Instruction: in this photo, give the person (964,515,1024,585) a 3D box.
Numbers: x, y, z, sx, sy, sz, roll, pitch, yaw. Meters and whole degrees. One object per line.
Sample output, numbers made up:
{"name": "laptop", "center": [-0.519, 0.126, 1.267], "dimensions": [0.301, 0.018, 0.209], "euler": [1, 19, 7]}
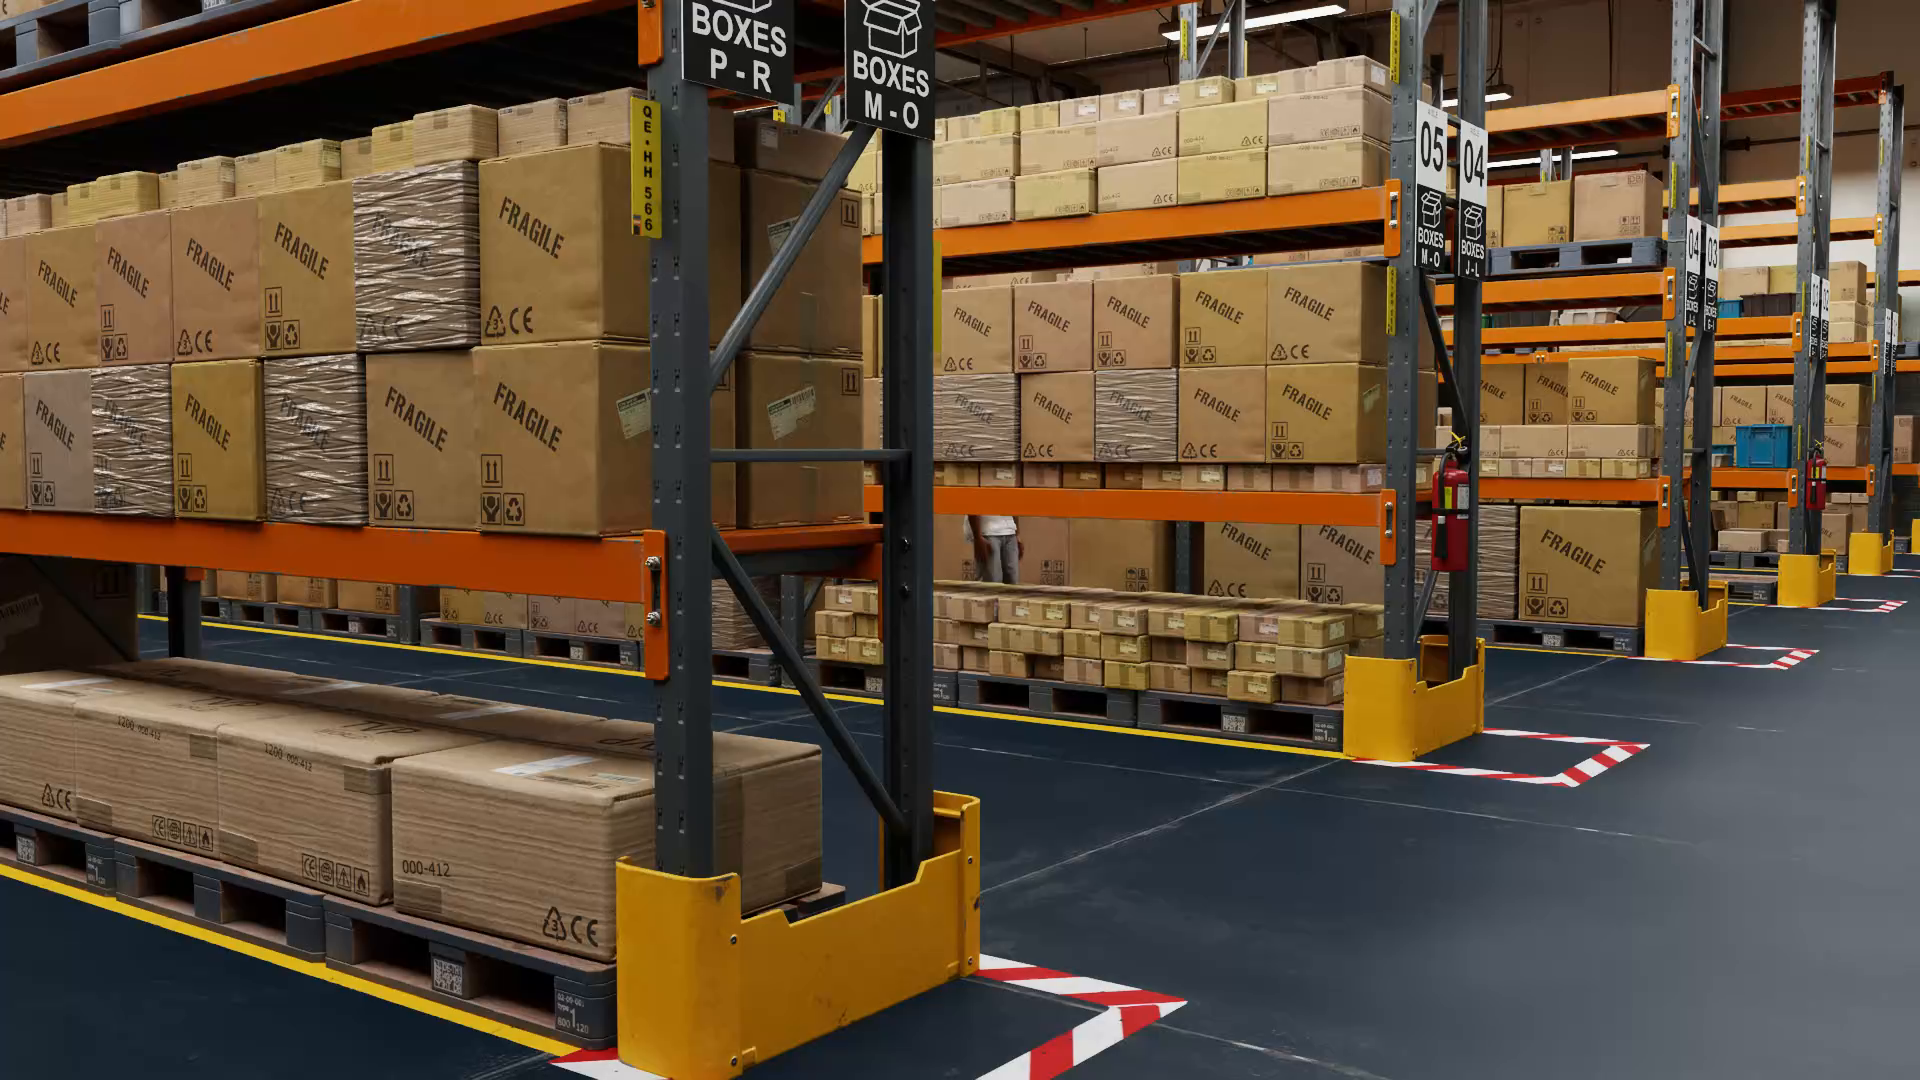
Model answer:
{"name": "person", "center": [0.277, -0.016, 12.045], "dimensions": [0.461, 1.759, 0.632], "euler": [2, 4, 32]}
